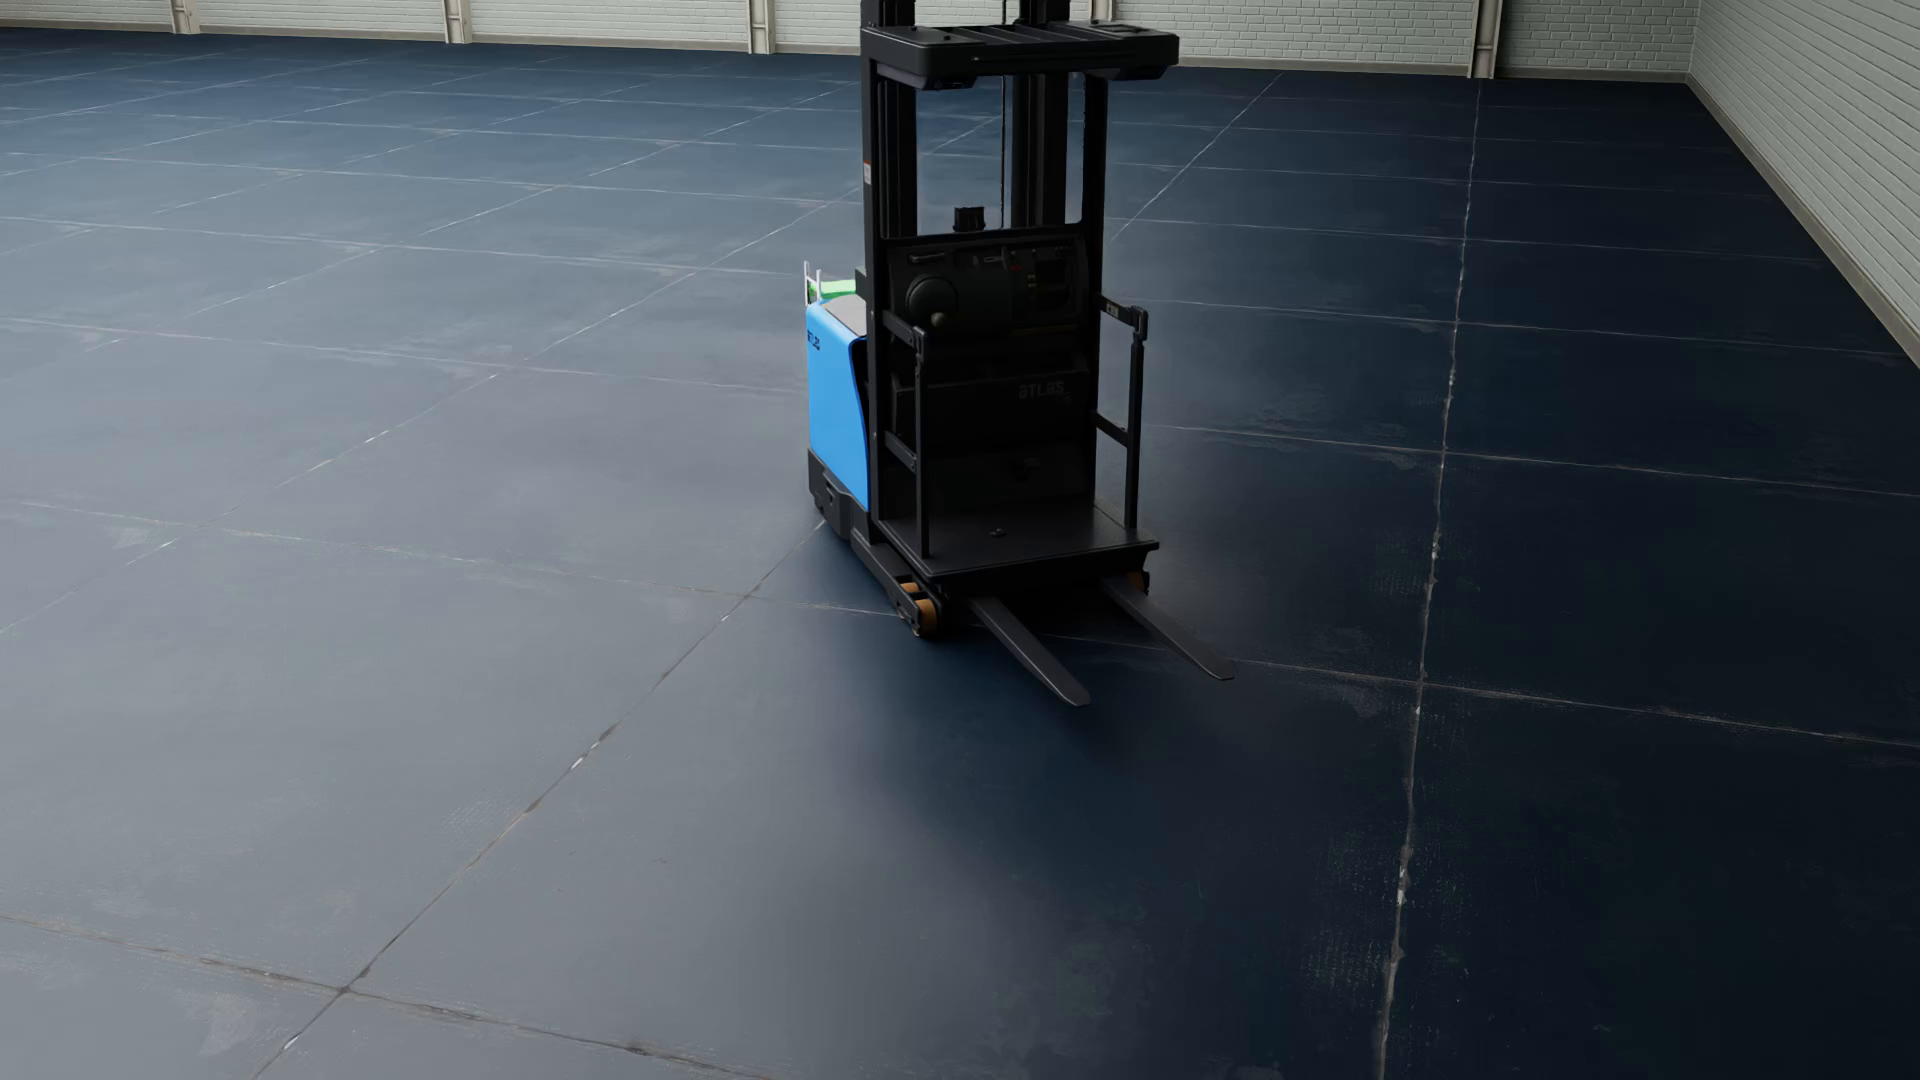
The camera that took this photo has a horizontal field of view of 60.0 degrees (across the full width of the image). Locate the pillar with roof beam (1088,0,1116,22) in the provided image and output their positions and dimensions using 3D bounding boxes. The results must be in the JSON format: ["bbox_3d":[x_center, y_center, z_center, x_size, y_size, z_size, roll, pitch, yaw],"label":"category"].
[{"bbox_3d":[1.063,-10.414,21.801,0.400,9.000,9.100,7,23,16],"label":"pillar with roof beam"}]

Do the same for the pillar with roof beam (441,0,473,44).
[{"bbox_3d":[-10.425,-11.730,25.008,0.400,9.000,9.100,7,23,16],"label":"pillar with roof beam"}]

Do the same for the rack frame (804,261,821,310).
[{"bbox_3d":[-0.754,-0.850,8.757,0.015,1.200,0.240,-9,23,-20],"label":"rack frame"}]

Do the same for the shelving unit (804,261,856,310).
[{"bbox_3d":[-0.528,-0.885,8.841,0.503,1.200,0.258,-9,23,-20],"label":"shelving unit"}]

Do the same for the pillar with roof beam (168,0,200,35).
[{"bbox_3d":[-16.170,-12.387,26.611,0.400,9.000,9.100,7,23,16],"label":"pillar with roof beam"}]

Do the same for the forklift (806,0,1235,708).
[{"bbox_3d":[0.208,-1.113,7.121,1.130,2.935,3.031,-8,24,-19],"label":"forklift"}]

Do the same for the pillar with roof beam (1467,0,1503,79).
[{"bbox_3d":[6.807,-9.756,20.197,0.400,9.000,9.100,7,23,16],"label":"pillar with roof beam"}]

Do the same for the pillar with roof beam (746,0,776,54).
[{"bbox_3d":[-4.681,-11.072,23.404,0.400,9.000,9.100,7,23,16],"label":"pillar with roof beam"}]

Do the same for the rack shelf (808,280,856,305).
[{"bbox_3d":[-0.530,-1.272,8.688,0.480,0.148,0.258,-9,23,-20],"label":"rack shelf"}]
